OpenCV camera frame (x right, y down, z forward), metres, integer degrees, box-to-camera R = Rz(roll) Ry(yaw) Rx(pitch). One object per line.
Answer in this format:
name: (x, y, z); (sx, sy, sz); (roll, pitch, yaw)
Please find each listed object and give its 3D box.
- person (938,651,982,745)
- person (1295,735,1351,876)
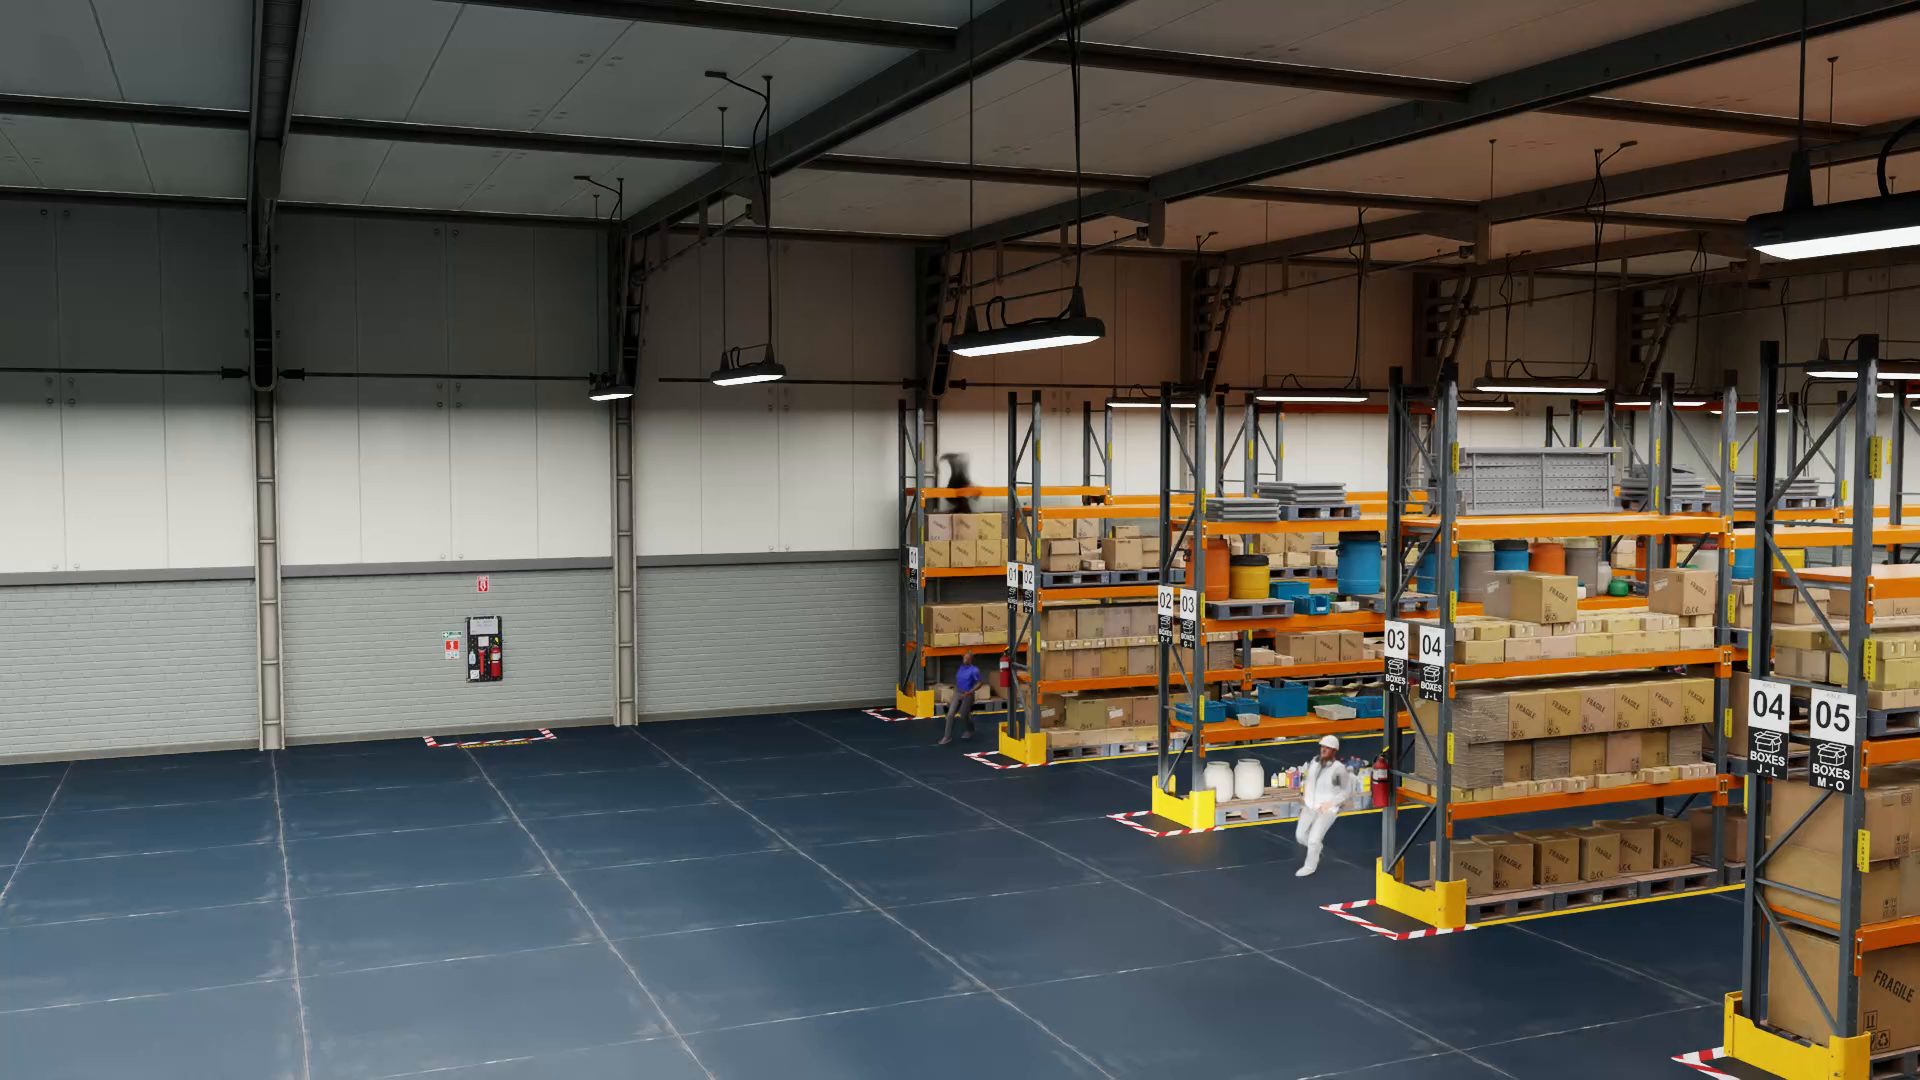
person: (0.116, 2.696, 28.514); (0.694, 1.620, 0.833); (2, 4, 36)
person: (4.358, 3.167, 19.759); (0.681, 1.735, 0.555); (3, 5, 44)
